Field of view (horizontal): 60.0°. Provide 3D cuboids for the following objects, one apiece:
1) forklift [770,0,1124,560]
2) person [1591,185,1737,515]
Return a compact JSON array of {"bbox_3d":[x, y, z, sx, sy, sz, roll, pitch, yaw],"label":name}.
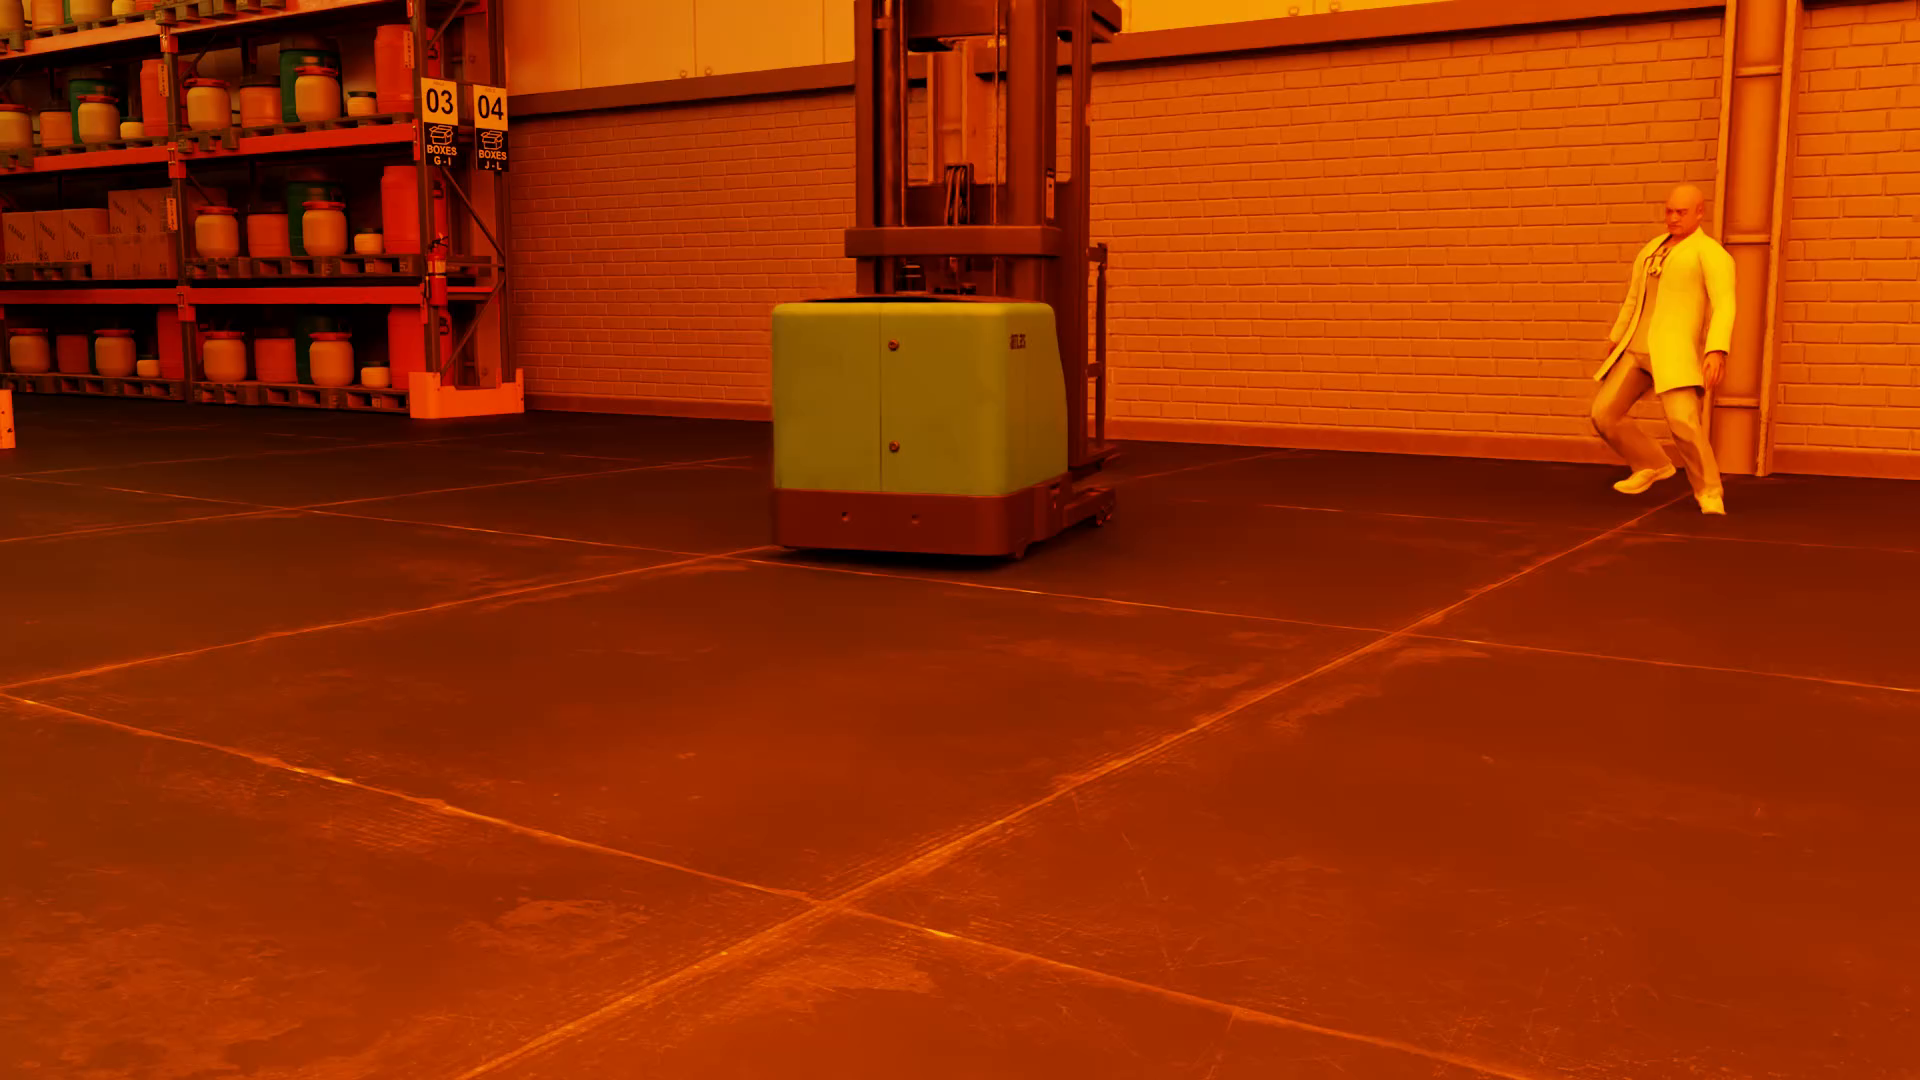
[{"bbox_3d":[0.142,-1.537,8.002,1.130,2.935,3.031,3,8,18],"label":"forklift"},{"bbox_3d":[3.713,-1.012,8.787,0.574,1.684,0.942,-3,8,-18],"label":"person"}]
